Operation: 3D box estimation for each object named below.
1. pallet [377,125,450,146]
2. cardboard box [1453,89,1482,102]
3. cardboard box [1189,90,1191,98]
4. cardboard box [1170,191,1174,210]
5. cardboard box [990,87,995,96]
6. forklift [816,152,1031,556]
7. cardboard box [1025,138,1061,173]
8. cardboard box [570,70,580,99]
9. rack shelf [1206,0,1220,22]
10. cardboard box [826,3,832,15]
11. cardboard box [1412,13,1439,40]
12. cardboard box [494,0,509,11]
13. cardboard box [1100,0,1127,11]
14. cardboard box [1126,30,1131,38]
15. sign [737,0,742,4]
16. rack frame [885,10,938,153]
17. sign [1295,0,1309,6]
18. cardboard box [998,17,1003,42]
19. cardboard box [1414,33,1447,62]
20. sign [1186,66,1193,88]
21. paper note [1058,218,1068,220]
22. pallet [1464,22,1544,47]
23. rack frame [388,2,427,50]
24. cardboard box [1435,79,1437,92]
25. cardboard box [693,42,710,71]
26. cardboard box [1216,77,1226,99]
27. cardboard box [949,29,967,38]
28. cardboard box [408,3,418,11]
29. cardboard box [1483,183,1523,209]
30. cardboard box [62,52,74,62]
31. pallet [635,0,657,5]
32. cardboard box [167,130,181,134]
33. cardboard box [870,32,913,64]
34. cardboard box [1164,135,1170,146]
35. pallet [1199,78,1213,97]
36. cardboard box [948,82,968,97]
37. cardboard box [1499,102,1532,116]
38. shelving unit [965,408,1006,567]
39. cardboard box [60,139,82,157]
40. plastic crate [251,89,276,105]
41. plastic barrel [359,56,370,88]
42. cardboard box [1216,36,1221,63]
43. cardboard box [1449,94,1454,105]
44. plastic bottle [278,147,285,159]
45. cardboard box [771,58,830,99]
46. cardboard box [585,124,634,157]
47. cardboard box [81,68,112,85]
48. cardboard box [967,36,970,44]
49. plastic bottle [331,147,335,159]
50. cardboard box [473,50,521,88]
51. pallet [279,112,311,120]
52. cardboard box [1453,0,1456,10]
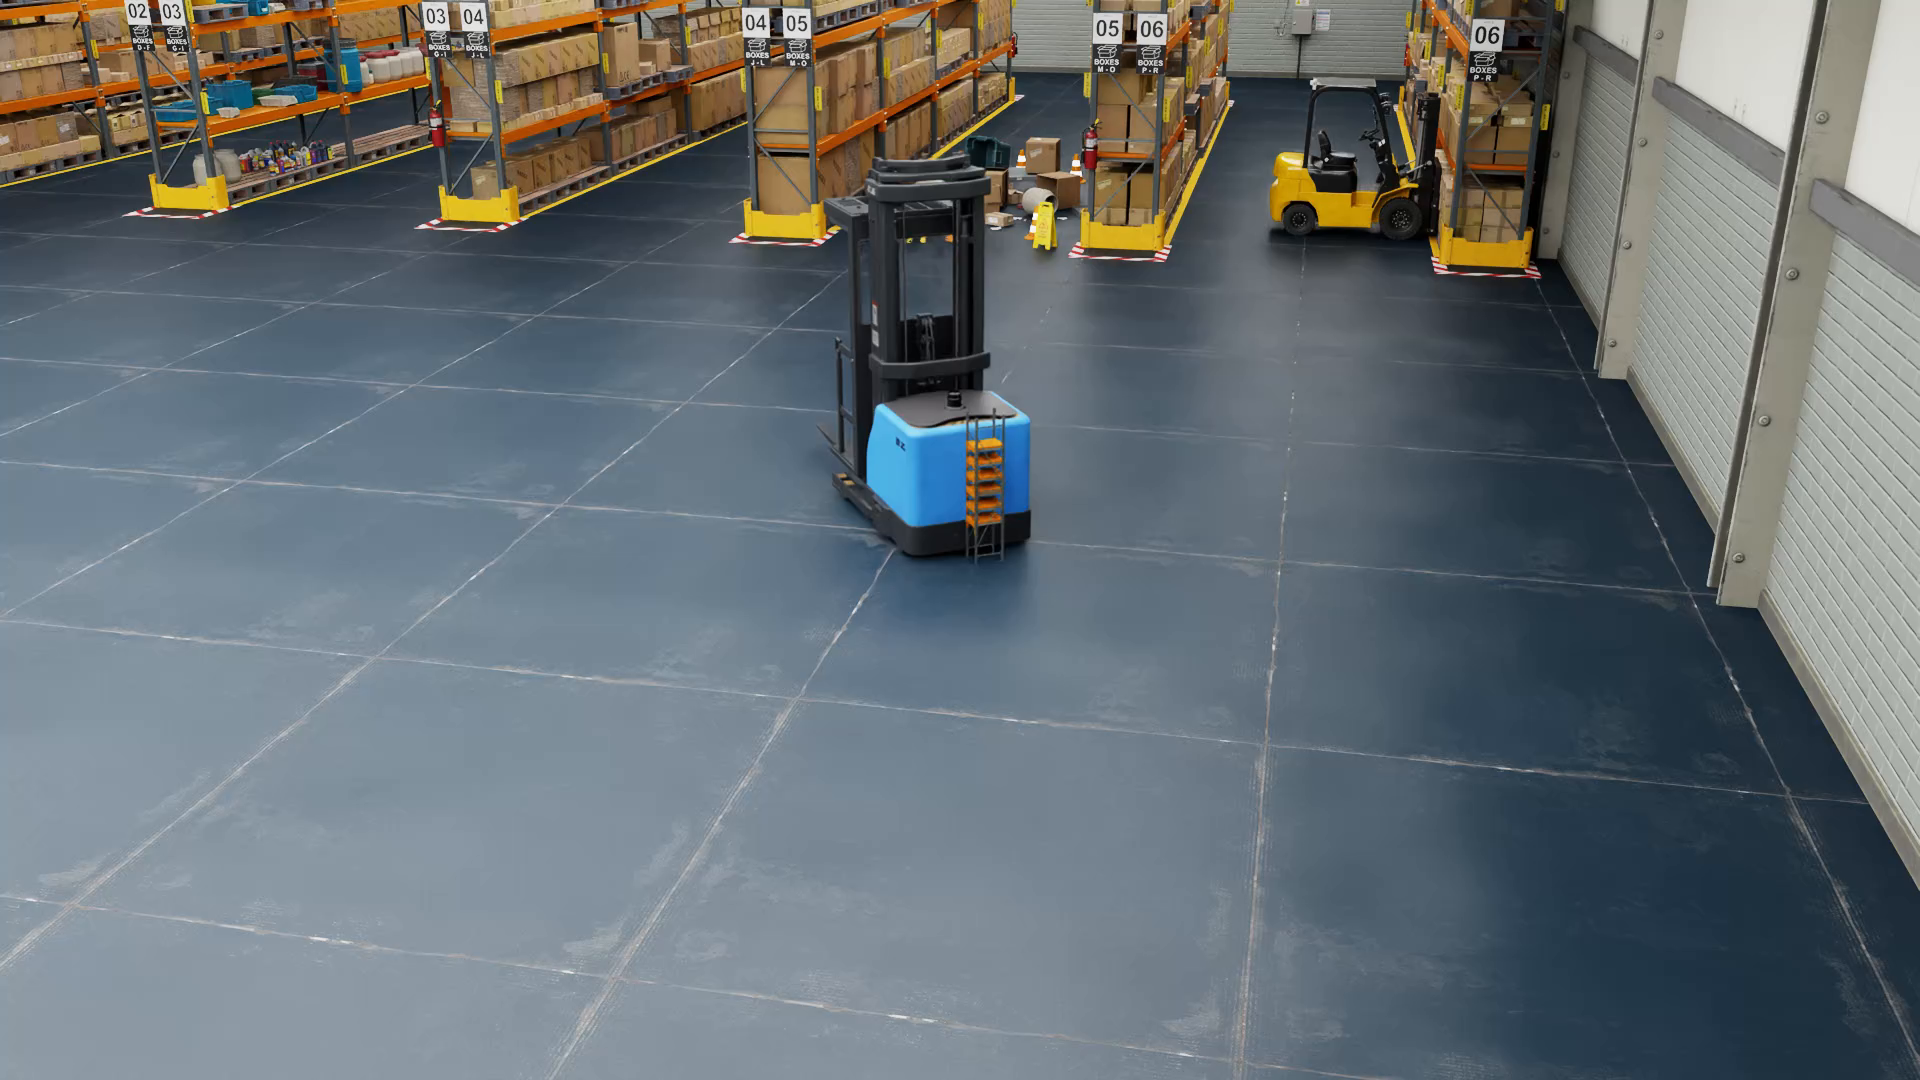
[{"bbox_3d":[-10.812,-8.041,33.037,1.003,0.211,1.213,4,22,11],"label":"pallet"},{"bbox_3d":[7.191,-6.286,23.546,0.380,0.149,0.250,5,22,12],"label":"cardboard box"},{"bbox_3d":[3.600,-7.366,27.403,0.380,0.149,0.250,5,22,12],"label":"cardboard box"},{"bbox_3d":[2.948,-5.136,25.210,0.500,0.250,0.500,6,23,15],"label":"cardboard box"},{"bbox_3d":[0.575,-9.968,36.945,0.380,0.149,0.250,5,22,11],"label":"cardboard box"},{"bbox_3d":[-0.457,-1.756,13.791,1.130,2.935,3.031,-9,23,-20],"label":"forklift"},{"bbox_3d":[1.369,-6.336,27.402,0.500,0.500,0.500,4,22,11],"label":"cardboard box"},{"bbox_3d":[-6.872,-7.619,27.724,0.875,0.500,0.500,4,22,11],"label":"cardboard box"},{"bbox_3d":[4.342,-10.271,31.789,1.077,0.370,4.000,4,22,11],"label":"rack shelf"},{"bbox_3d":[-2.078,-7.699,24.079,0.380,0.149,0.250,5,22,11],"label":"cardboard box"},{"bbox_3d":[9.765,-10.753,34.837,0.500,0.500,0.500,5,22,12],"label":"cardboard box"},{"bbox_3d":[-6.969,-7.989,24.827,0.380,0.149,0.250,5,22,12],"label":"cardboard box"},{"bbox_3d":[2.082,-7.347,22.835,0.380,0.149,0.250,5,22,11],"label":"cardboard box"},{"bbox_3d":[2.207,-7.171,23.465,0.380,0.149,0.250,5,23,13],"label":"cardboard box"},{"bbox_3d":[-3.093,-7.709,23.384,0.100,0.325,0.005,4,22,11],"label":"sign"},{"bbox_3d":[-0.932,-8.822,31.244,1.000,3.000,0.127,4,22,11],"label":"rack frame"},{"bbox_3d":[8.709,-13.721,42.303,0.339,0.242,0.001,4,22,11],"label":"sign"},{"bbox_3d":[0.656,-11.375,37.049,0.500,0.500,0.500,5,22,11],"label":"cardboard box"},{"bbox_3d":[9.293,-9.649,32.601,0.700,0.500,0.500,5,22,12],"label":"cardboard box"},{"bbox_3d":[3.651,-7.382,26.509,0.100,0.325,0.005,4,22,11],"label":"sign"},{"bbox_3d":[1.581,-4.964,25.639,0.142,0.019,0.148,-3,22,-8],"label":"paper note"},{"bbox_3d":[7.332,-6.786,22.292,1.003,0.211,1.213,4,22,11],"label":"pallet"},{"bbox_3d":[-13.832,-12.920,41.418,1.000,3.000,0.127,4,22,11],"label":"rack frame"},{"bbox_3d":[8.036,-7.379,27.191,0.500,0.250,0.500,5,22,12],"label":"cardboard box"},{"bbox_3d":[-5.299,-9.630,33.115,0.500,0.500,0.500,4,22,9],"label":"cardboard box"},{"bbox_3d":[5.530,-10.165,37.446,0.875,0.438,0.875,4,22,9],"label":"cardboard box"},{"bbox_3d":[-0.061,-10.380,34.088,0.380,0.149,0.250,4,22,9],"label":"cardboard box"},{"bbox_3d":[-13.654,-13.246,40.756,0.500,0.500,0.500,4,22,10],"label":"cardboard box"},{"bbox_3d":[7.445,-4.724,22.848,0.500,0.250,0.500,4,22,10],"label":"cardboard box"},{"bbox_3d":[-16.179,-8.672,29.870,0.380,0.149,0.250,4,22,10],"label":"cardboard box"},{"bbox_3d":[-6.145,-9.676,29.600,1.213,0.211,1.003,4,22,11],"label":"pallet"},{"bbox_3d":[-15.642,-8.142,32.672,0.500,0.250,0.500,5,22,12],"label":"cardboard box"},{"bbox_3d":[-1.238,-8.796,29.707,0.700,0.500,0.500,4,22,10],"label":"cardboard box"},{"bbox_3d":[2.842,-5.822,24.130,0.380,0.149,0.250,5,22,12],"label":"cardboard box"},{"bbox_3d":[3.893,-8.124,29.768,1.213,0.211,1.003,4,22,11],"label":"pallet"},{"bbox_3d":[-0.138,-9.190,33.937,0.500,0.250,0.500,6,23,13],"label":"cardboard box"},{"bbox_3d":[7.440,-5.771,22.268,0.380,0.149,0.250,4,22,10],"label":"cardboard box"},{"bbox_3d":[0.193,-0.401,12.742,0.258,1.200,0.189,-9,23,-20],"label":"shelving unit"},{"bbox_3d":[-16.273,-7.082,30.042,0.500,0.250,0.500,4,22,11],"label":"cardboard box"},{"bbox_3d":[-11.985,-7.579,28.441,0.450,0.188,0.662,4,22,11],"label":"plastic crate"},{"bbox_3d":[-11.022,-8.548,30.382,0.433,0.535,0.433,0,22,0],"label":"plastic barrel"},{"bbox_3d":[5.103,-10.143,34.389,0.500,0.500,0.500,5,23,13],"label":"cardboard box"},{"bbox_3d":[7.366,-6.427,24.294,0.380,0.149,0.250,4,22,9],"label":"cardboard box"},{"bbox_3d":[-11.914,-6.765,29.199,0.097,0.271,0.097,0,22,0],"label":"plastic bottle"},{"bbox_3d":[-2.429,-6.808,24.597,0.875,0.550,0.550,4,22,11],"label":"cardboard box"},{"bbox_3d":[-6.321,-7.215,30.011,0.700,0.500,0.500,4,22,11],"label":"cardboard box"},{"bbox_3d":[-16.223,-8.645,31.005,0.500,0.250,0.500,6,23,14],"label":"cardboard box"},{"bbox_3d":[-0.004,-10.341,34.391,0.380,0.149,0.250,5,23,13],"label":"cardboard box"},{"bbox_3d":[-11.201,-6.902,29.632,0.097,0.201,0.097,0,22,0],"label":"plastic bottle"},{"bbox_3d":[-7.021,-7.140,25.197,0.500,0.500,0.500,4,22,11],"label":"cardboard box"},{"bbox_3d":[-15.024,-9.416,36.450,1.003,0.211,1.213,4,22,11],"label":"pallet"},{"bbox_3d":[7.589,-8.017,24.870,0.380,0.149,0.250,5,22,12],"label":"cardboard box"}]
